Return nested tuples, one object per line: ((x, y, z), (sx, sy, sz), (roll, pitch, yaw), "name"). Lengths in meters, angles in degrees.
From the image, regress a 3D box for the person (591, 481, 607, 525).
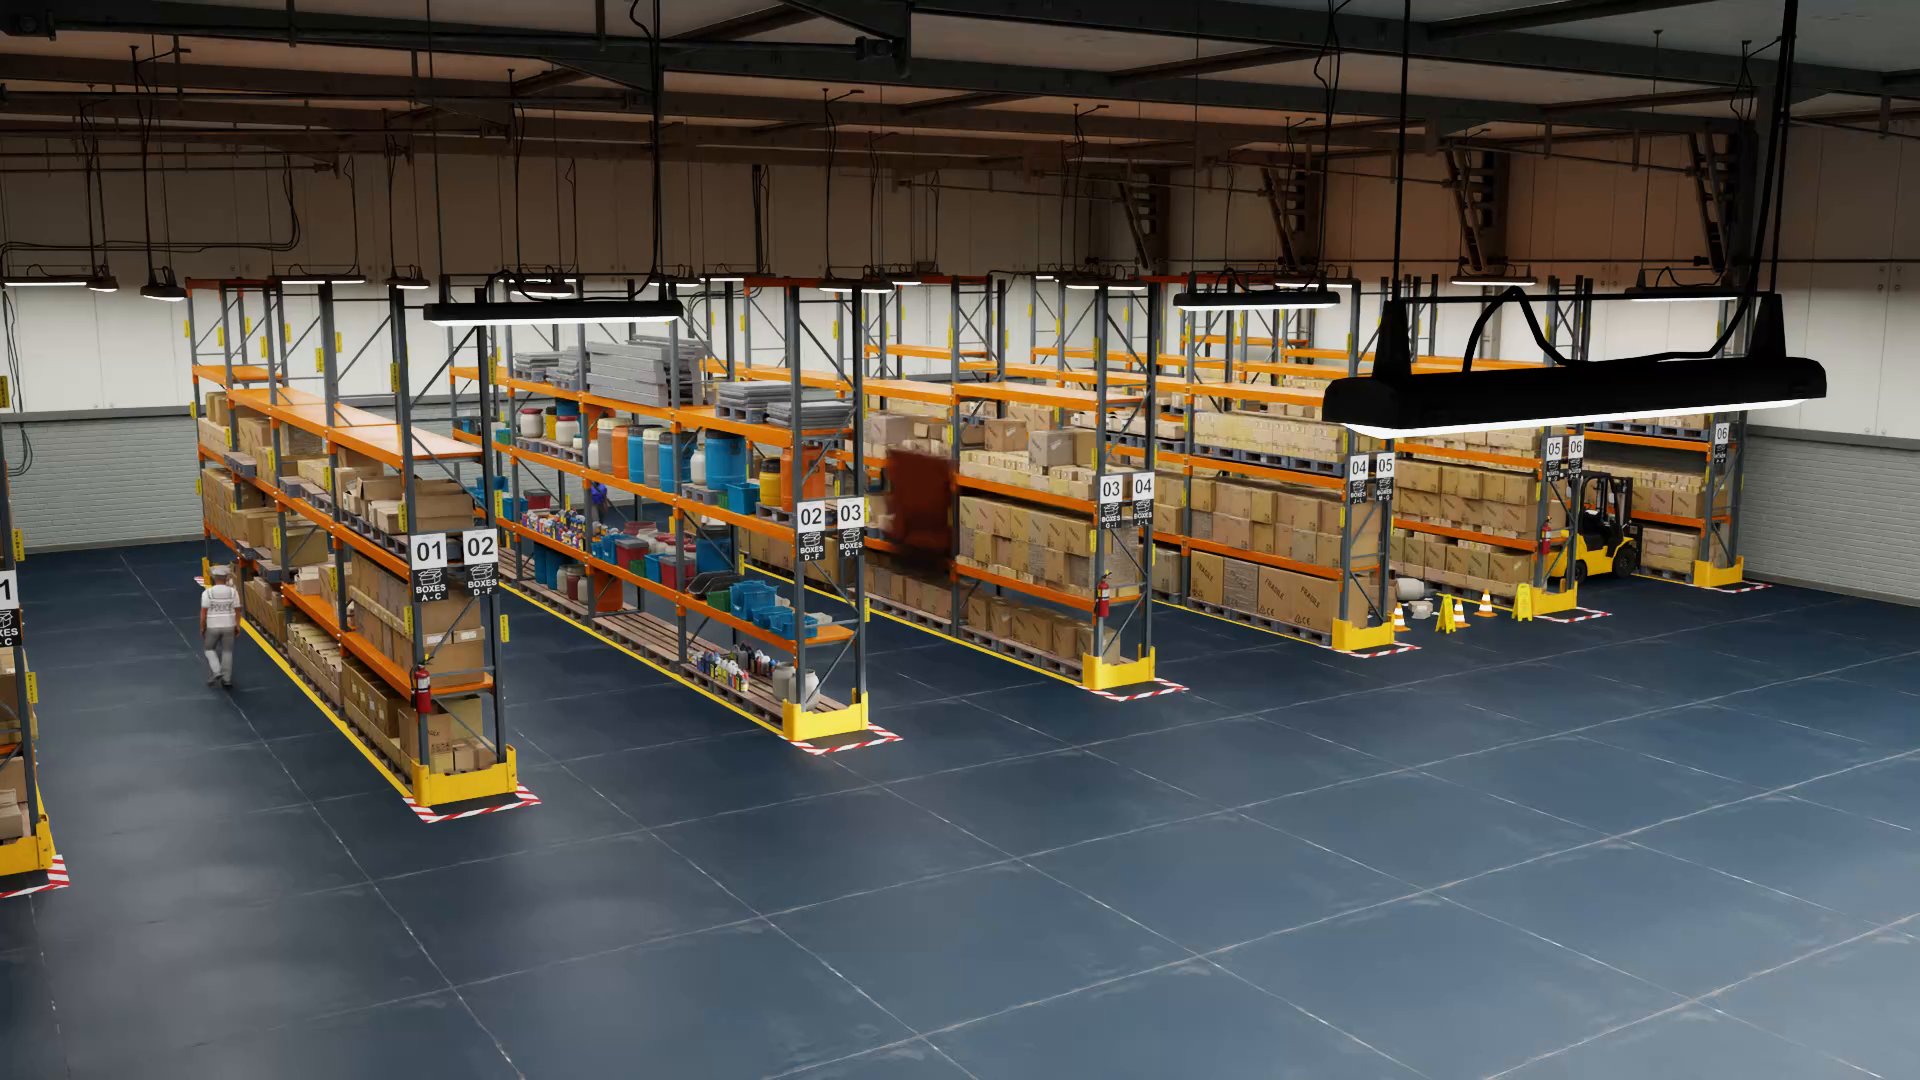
((-8.178, -0.728, 37.435), (0.454, 1.597, 0.863), (-6, 12, -34), "person")

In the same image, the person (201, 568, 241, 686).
((-11.048, 1.314, 24.877), (0.574, 1.755, 0.484), (-5, 11, -28), "person")

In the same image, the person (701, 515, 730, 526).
((-4.841, -0.070, 33.094), (0.601, 1.767, 0.527), (-1, 10, -6), "person")
